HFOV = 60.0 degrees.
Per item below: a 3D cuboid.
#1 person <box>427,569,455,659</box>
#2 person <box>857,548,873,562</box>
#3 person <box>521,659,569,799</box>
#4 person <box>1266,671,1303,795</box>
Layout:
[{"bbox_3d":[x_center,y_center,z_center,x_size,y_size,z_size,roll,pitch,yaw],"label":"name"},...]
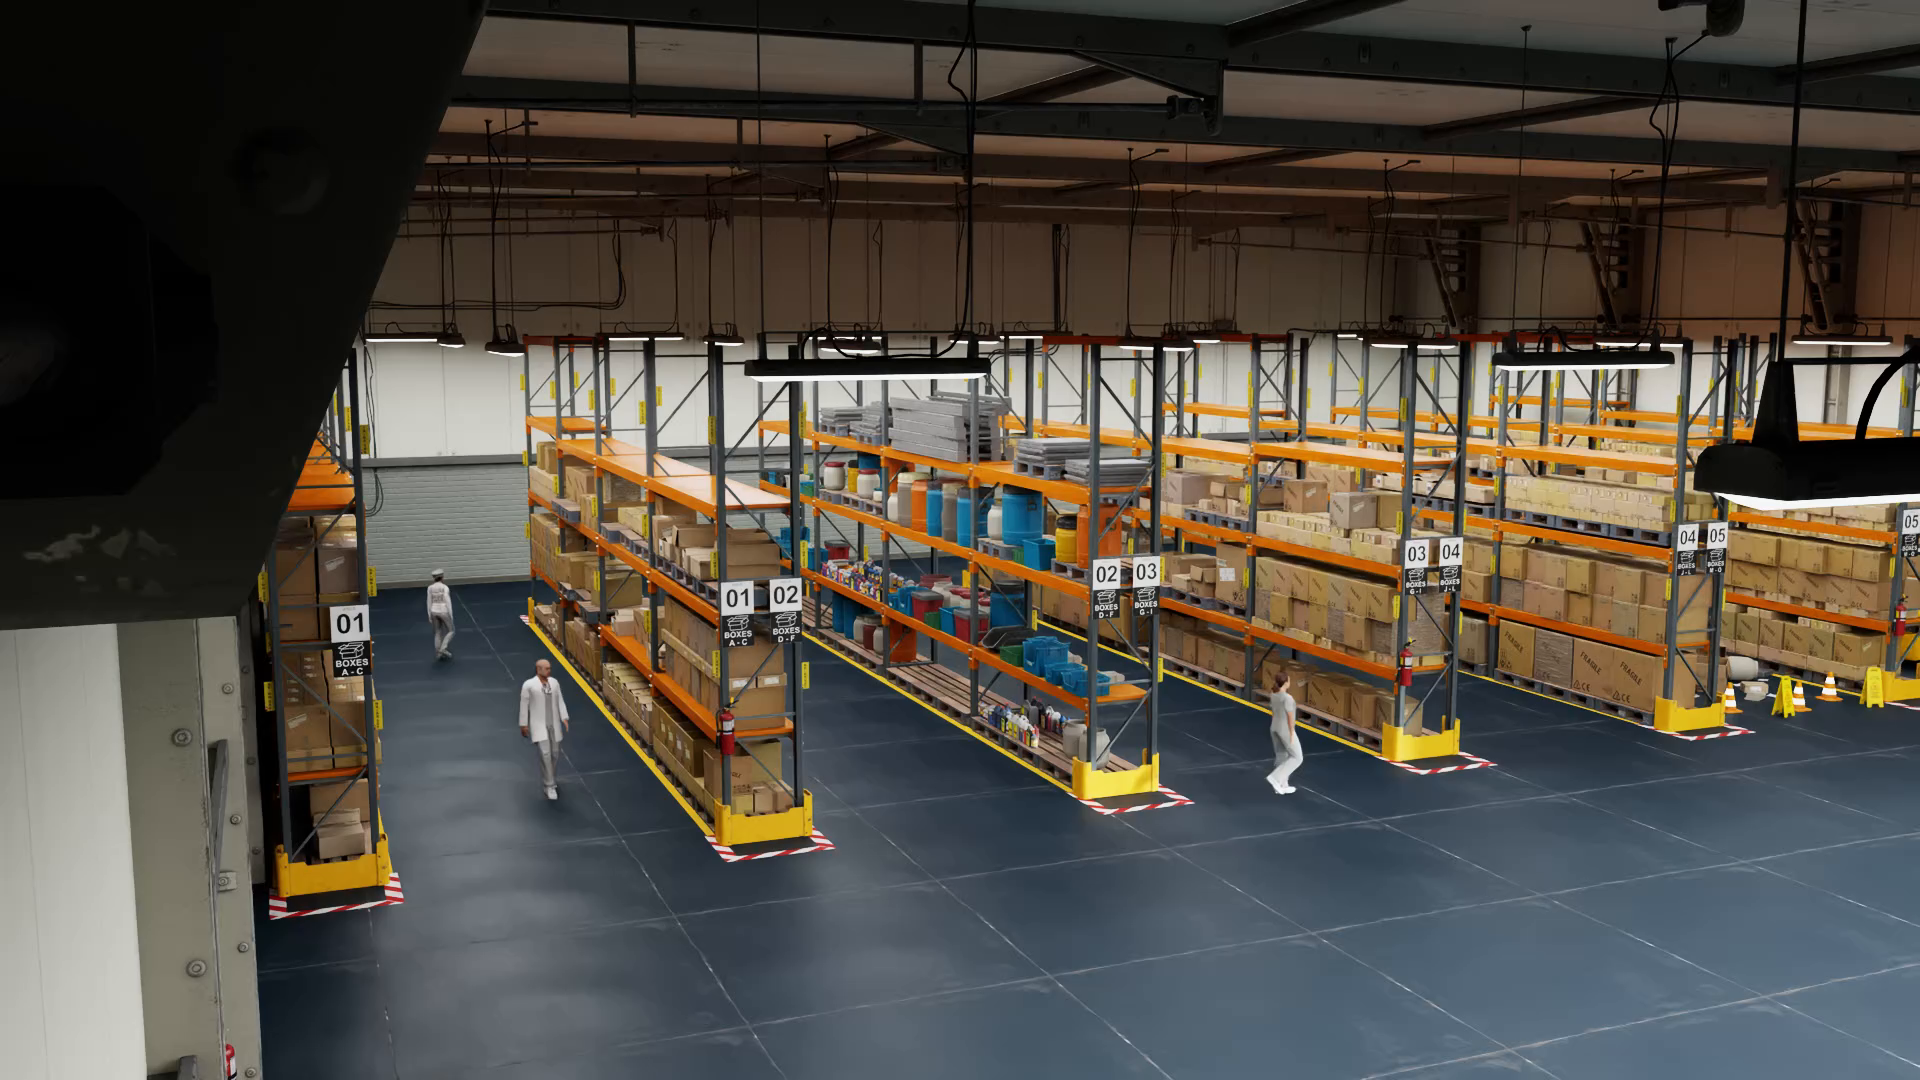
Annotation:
[{"bbox_3d":[-9.704,1.391,30.983,0.514,1.676,0.455,2,8,16],"label":"person"},{"bbox_3d":[-1.994,0.882,35.171,0.408,1.531,1.006,-7,10,-41],"label":"person"},{"bbox_3d":[-5.506,2.521,22.297,0.575,1.812,0.756,-8,11,-44],"label":"person"},{"bbox_3d":[4.253,2.566,22.047,0.551,1.666,0.466,-4,9,-28],"label":"person"}]
